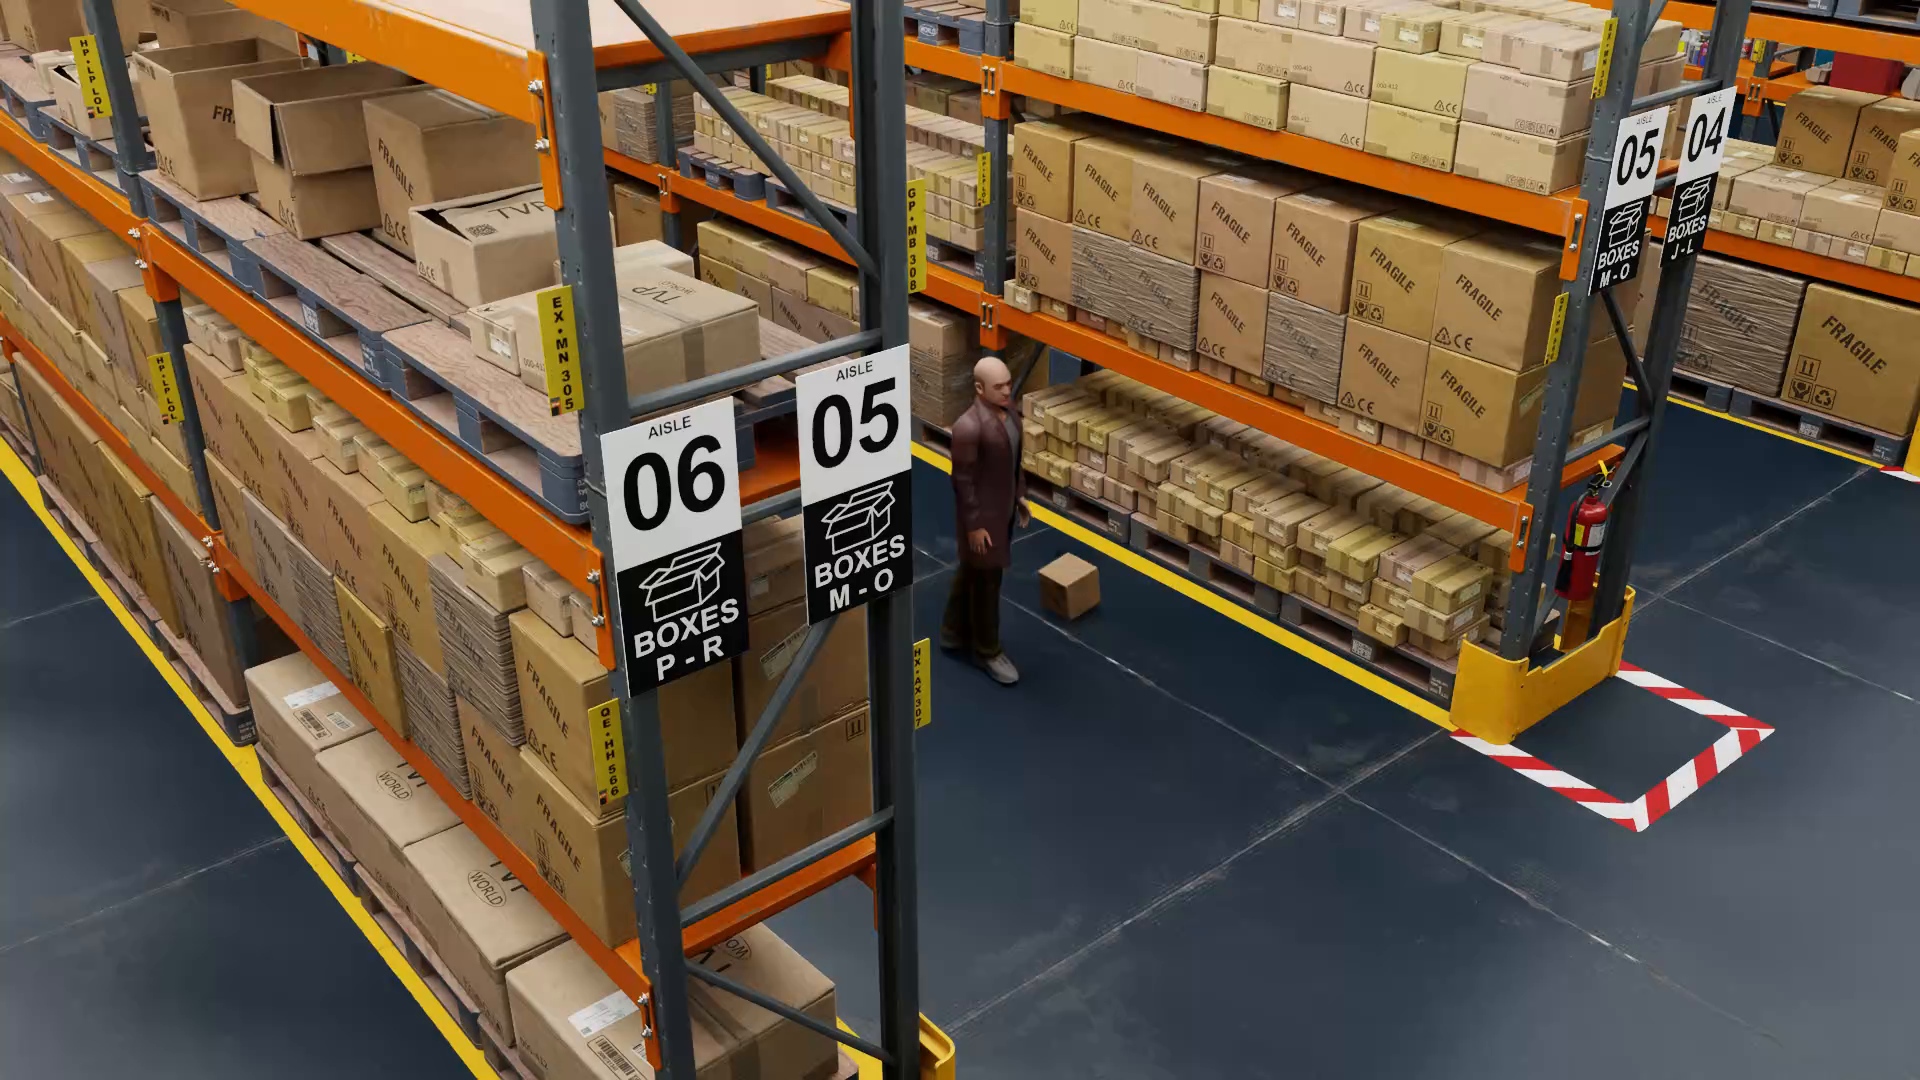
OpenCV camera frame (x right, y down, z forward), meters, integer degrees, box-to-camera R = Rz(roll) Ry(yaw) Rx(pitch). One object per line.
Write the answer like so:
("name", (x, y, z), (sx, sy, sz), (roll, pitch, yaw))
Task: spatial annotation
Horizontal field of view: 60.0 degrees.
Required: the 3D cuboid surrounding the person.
("person", (0.141, -0.144, 8.885), (0.544, 1.787, 0.574), (10, 29, 18))
